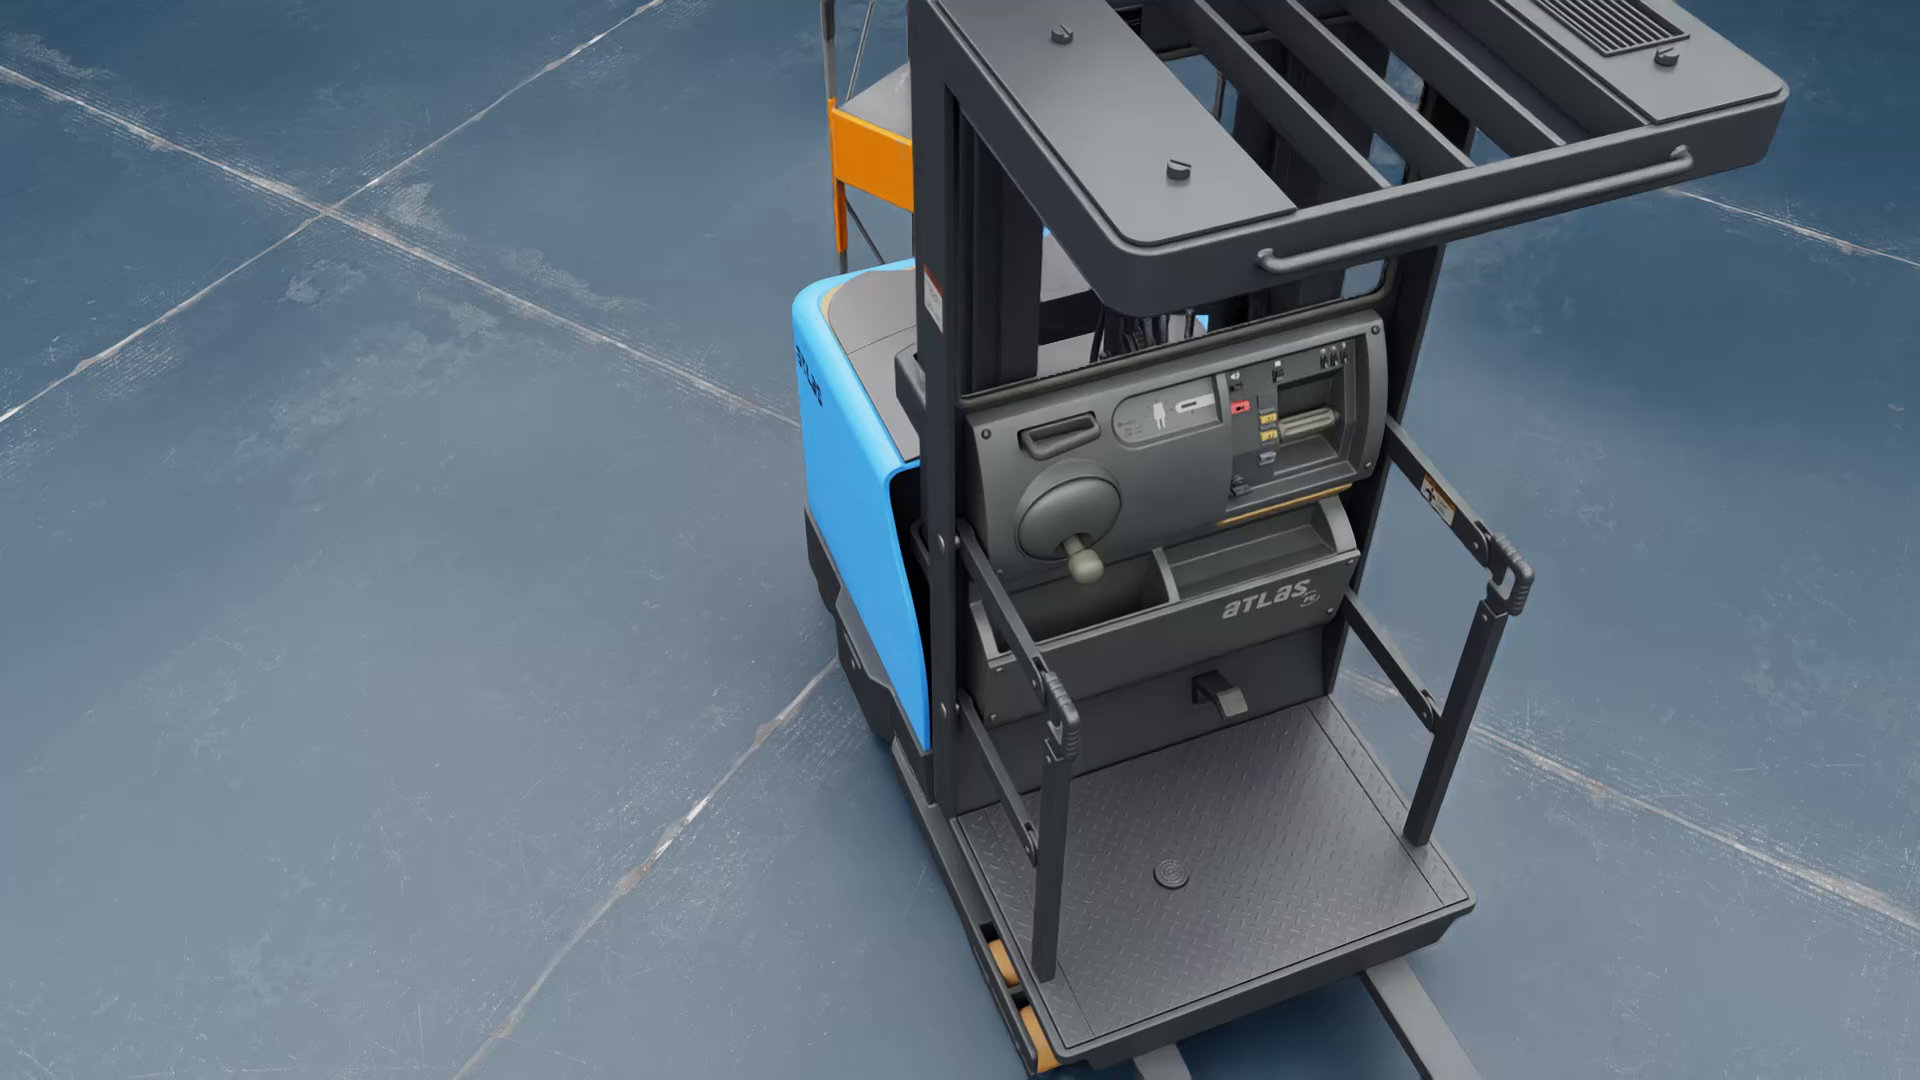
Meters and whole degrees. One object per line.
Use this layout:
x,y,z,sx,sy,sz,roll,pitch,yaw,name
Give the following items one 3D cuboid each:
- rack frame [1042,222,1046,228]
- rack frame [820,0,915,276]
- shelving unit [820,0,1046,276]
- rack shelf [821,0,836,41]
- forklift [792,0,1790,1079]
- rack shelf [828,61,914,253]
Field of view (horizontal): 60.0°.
0.141,-0.964,4.723,0.015,2.100,0.400,29,52,25,rack frame
-0.248,-1.176,4.928,0.015,2.100,0.400,29,52,25,rack frame
-0.054,-1.070,4.826,0.503,2.100,0.431,29,52,25,shelving unit
-0.054,-1.548,4.333,0.480,0.518,0.431,29,52,25,rack shelf
0.550,-0.094,3.297,1.130,2.935,3.031,-16,48,-15,forklift
-0.054,-1.060,4.835,0.480,0.518,0.431,29,52,25,rack shelf
